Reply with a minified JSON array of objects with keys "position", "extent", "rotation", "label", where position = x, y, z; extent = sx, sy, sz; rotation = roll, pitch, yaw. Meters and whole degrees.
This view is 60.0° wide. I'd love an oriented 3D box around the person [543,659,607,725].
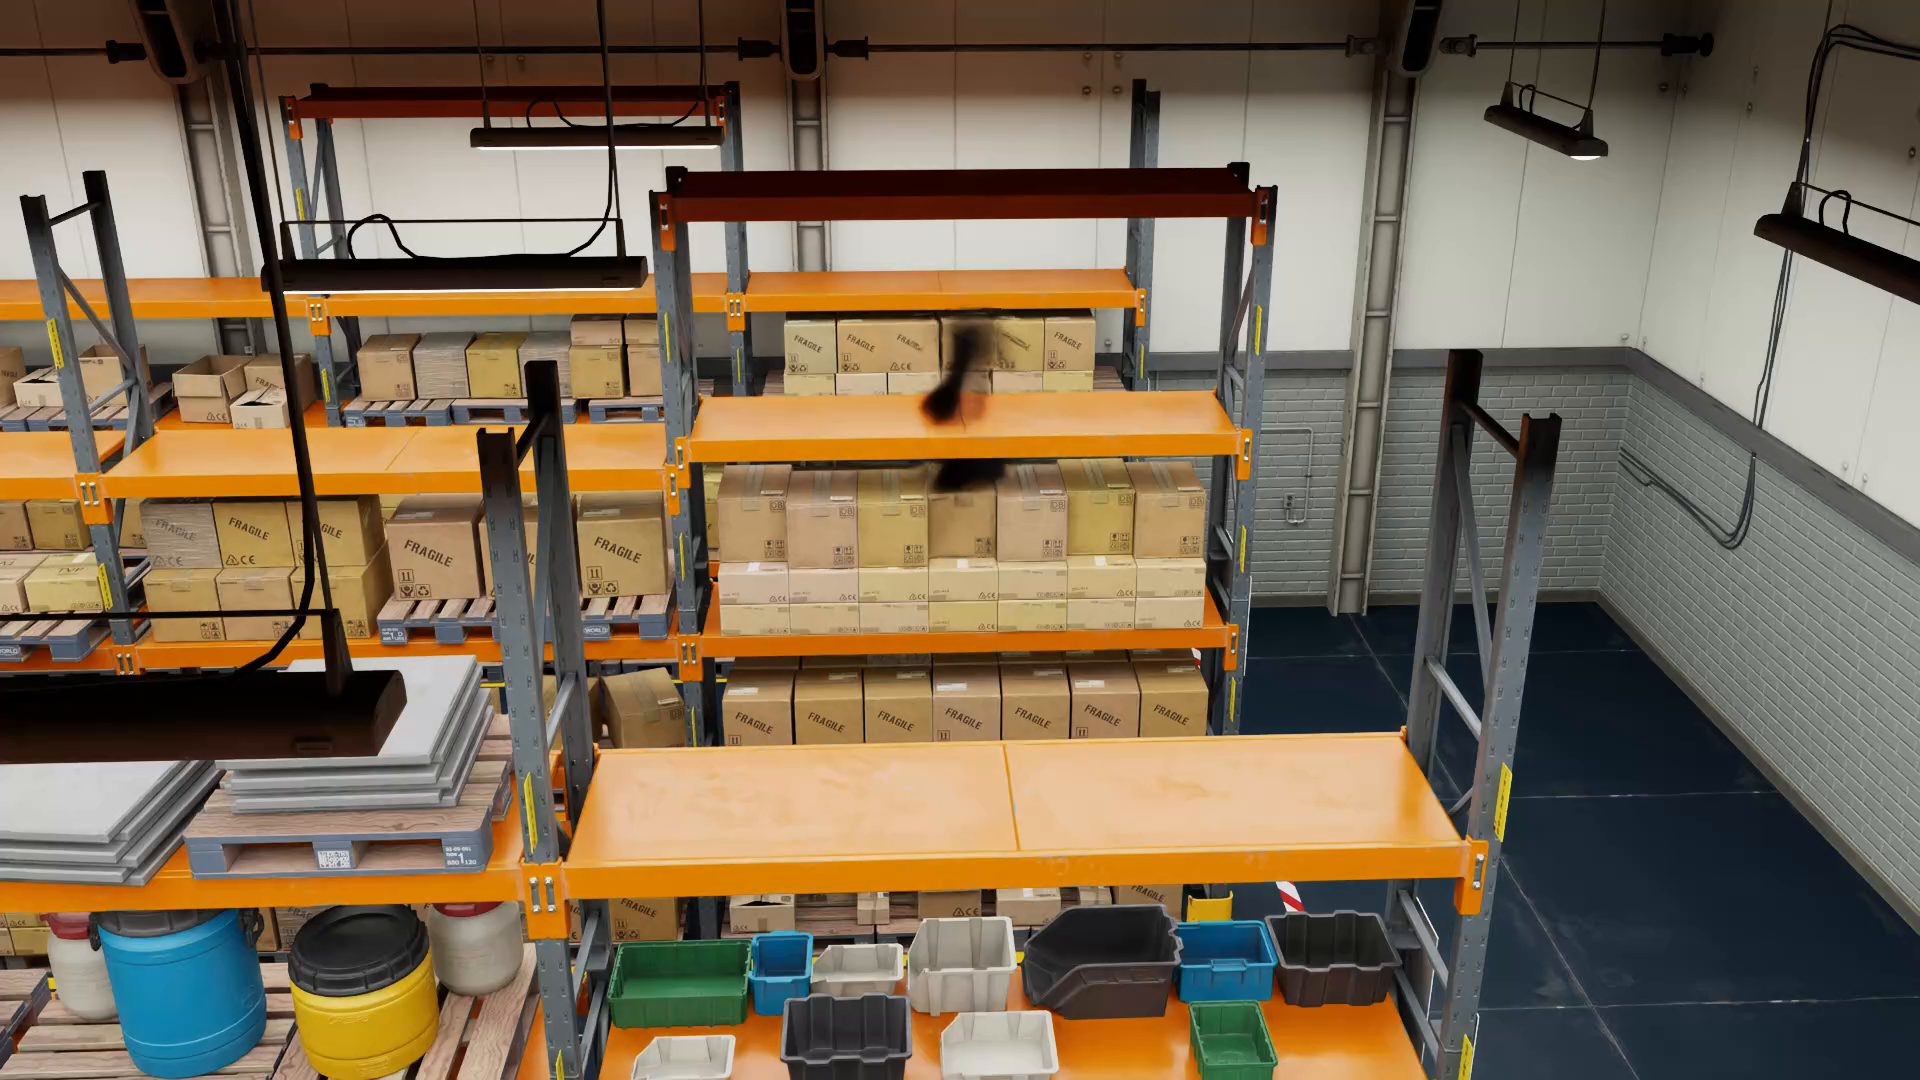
[{"position":[-3.561,1.384,15.547],"extent":[0.960,1.667,0.648],"rotation":[-6,23,-15],"label":"person"}]
